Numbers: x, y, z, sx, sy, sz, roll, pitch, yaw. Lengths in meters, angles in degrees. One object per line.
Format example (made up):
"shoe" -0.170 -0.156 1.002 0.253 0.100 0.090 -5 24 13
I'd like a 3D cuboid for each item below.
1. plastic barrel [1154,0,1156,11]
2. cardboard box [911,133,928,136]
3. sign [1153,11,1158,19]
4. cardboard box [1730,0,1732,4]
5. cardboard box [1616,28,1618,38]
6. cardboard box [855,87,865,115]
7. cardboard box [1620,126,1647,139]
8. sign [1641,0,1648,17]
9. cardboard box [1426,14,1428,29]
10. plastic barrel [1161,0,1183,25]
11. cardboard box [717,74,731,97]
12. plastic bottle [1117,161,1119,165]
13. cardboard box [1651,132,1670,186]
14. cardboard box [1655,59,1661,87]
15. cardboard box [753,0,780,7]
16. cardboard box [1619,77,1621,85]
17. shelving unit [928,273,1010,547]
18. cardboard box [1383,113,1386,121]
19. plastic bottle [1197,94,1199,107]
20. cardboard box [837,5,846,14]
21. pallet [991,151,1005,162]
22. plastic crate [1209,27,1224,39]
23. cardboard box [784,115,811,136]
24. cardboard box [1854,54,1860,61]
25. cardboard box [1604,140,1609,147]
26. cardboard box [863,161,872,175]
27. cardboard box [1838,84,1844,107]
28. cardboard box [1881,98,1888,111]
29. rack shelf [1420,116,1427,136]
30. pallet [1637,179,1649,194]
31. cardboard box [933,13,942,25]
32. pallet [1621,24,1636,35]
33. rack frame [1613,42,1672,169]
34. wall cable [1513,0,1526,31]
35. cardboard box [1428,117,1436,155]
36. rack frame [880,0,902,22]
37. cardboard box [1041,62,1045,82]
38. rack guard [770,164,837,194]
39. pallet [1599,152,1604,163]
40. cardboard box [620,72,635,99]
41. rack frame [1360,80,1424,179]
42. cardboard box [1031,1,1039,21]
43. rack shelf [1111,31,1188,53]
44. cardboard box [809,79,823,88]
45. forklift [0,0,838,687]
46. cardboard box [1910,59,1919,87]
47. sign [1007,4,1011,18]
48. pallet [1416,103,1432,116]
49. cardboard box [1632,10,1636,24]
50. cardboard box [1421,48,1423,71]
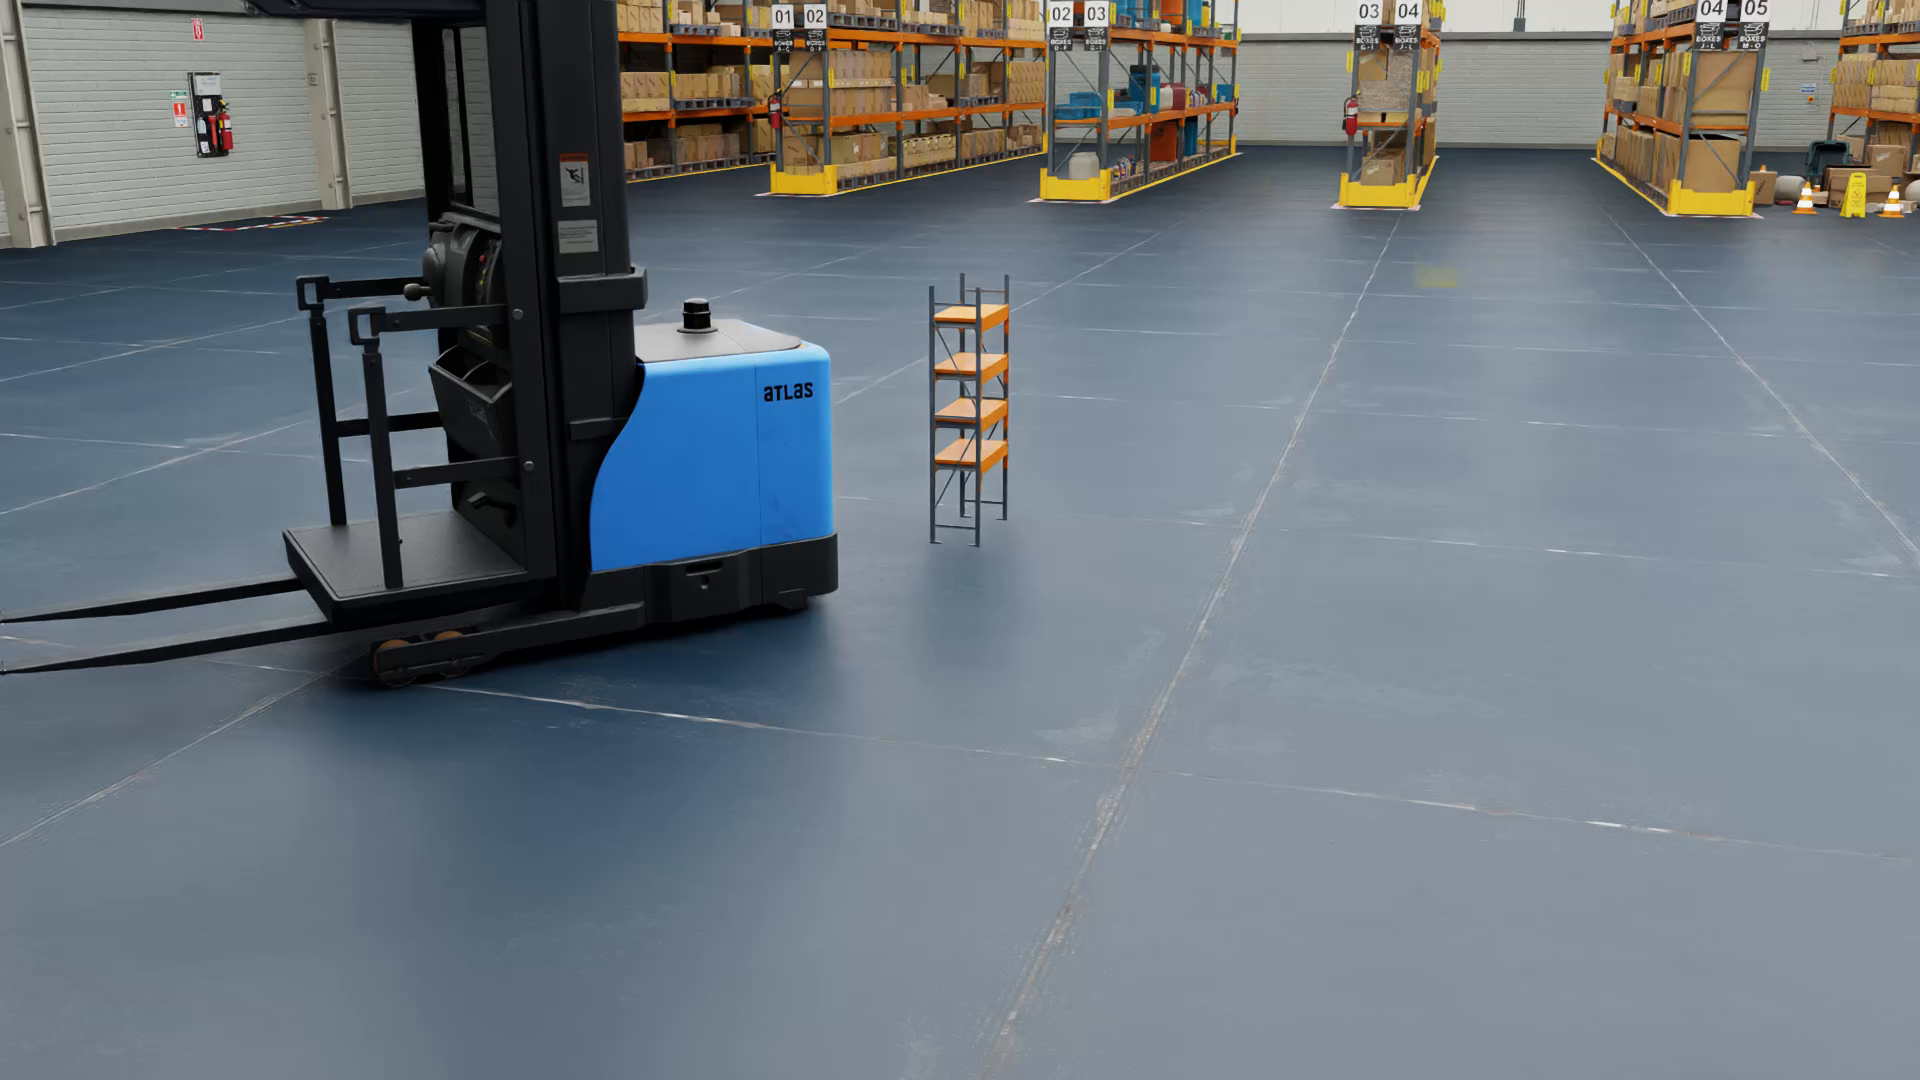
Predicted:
"plastic barrel" 3.625 -10.607 33.446 0.600 0.830 0.708 5 16 16
"cardboard box" -0.926 -8.747 36.411 0.500 0.311 0.500 5 17 18
"sign" 3.640 -9.682 30.955 0.100 0.325 0.005 5 16 16
"cardboard box" 12.146 -8.340 25.747 0.380 0.149 0.250 5 16 16
"cardboard box" 15.341 -11.625 38.095 0.500 0.250 0.500 4 16 14
"cardboard box" -2.187 -8.193 31.036 0.700 0.500 0.500 5 17 18
"cardboard box" 14.252 -8.626 35.182 0.500 0.250 0.500 5 17 17
"sign" 13.208 -10.266 32.082 0.100 0.325 0.005 5 16 16
"cardboard box" 7.827 -8.992 28.812 0.500 0.250 0.500 5 17 17
"plastic barrel" 4.417 -11.327 35.213 0.600 0.830 0.708 5 16 16
"cardboard box" -5.503 -10.083 36.891 0.700 0.500 0.500 3 16 11
"plastic bottle" 2.910 -6.826 30.568 0.061 0.283 0.133 5 16 16
"cardboard box" 12.345 -6.506 28.394 0.875 0.875 0.875 5 17 17
"cardboard box" 13.160 -8.544 30.438 0.700 0.500 0.500 4 16 15
"cardboard box" -4.628 -12.840 39.739 0.500 0.250 0.500 4 16 14
"cardboard box" 14.017 -9.606 34.799 0.380 0.149 0.250 4 16 15
"shelving unit" 0.047 -0.621 7.818 0.258 1.200 0.503 5 16 16
"cardboard box" 6.901 -7.081 27.756 0.380 0.149 0.250 5 16 16
"plastic bottle" 5.340 -9.958 37.668 0.152 0.276 0.135 5 16 16
"cardboard box" -2.266 -9.505 29.779 0.380 0.149 0.250 5 16 16
"pallet" 0.446 -9.201 39.882 1.003 0.211 1.213 5 16 16
"plastic crate" 6.005 -12.057 39.584 0.497 0.269 0.590 5 16 16
"cardboard box" -4.170 -10.129 41.214 0.750 0.750 0.750 5 17 17
"cardboard box" 19.929 -10.635 36.621 0.380 0.149 0.250 4 16 15
"cardboard box" 15.313 -9.284 38.975 0.380 0.149 0.250 5 17 18
"cardboard box" -1.976 -7.014 31.329 0.500 0.250 0.500 5 16 16
"cardboard box" 20.247 -10.078 37.679 0.500 0.500 0.500 4 16 15
"cardboard box" 18.955 -8.786 33.582 0.500 0.250 0.500 4 16 15
"rack shelf" 8.433 -8.073 32.114 1.077 0.370 4.000 5 16 16
"pallet" 12.738 -6.351 29.835 1.003 0.211 1.213 5 16 16
"cardboard box" -0.702 -11.023 35.204 0.500 0.250 0.500 5 17 17
"pallet" 14.295 -10.506 34.220 1.213 0.211 1.003 5 16 16
"rack frame" 14.865 -9.578 36.101 1.000 3.000 0.127 5 16 16
"wall cable" 16.186 -16.682 44.256 2.277 5.999 0.120 5 16 16
"cardboard box" 9.975 -9.000 37.187 1.225 0.875 0.875 5 16 16
"rack frame" -1.632 -11.552 32.065 1.000 3.000 0.127 5 16 16
"cardboard box" 1.915 -12.196 43.316 0.500 0.500 0.500 4 16 15
"rack guard" -2.776 -6.410 29.513 1.175 0.500 0.348 5 16 16
"pallet" 15.715 -9.053 39.362 1.003 0.211 1.213 5 16 16
"cardboard box" -6.658 -8.801 32.226 0.500 0.500 0.500 5 17 18
"rack frame" 7.864 -7.896 30.171 1.000 3.000 0.127 5 16 16
"cardboard box" 1.647 -13.641 42.914 0.700 0.500 0.500 5 16 16
"rack shelf" 3.684 -9.901 33.059 1.077 0.370 4.000 5 16 16
"cardboard box" -2.451 -8.065 29.395 0.380 0.149 0.250 5 16 15
"forklift" -2.035 -1.047 6.150 3.031 2.935 1.130 -9 18 -29
"cardboard box" 18.399 -8.859 31.550 0.500 0.500 0.500 4 16 14
"sign" 1.174 -12.598 39.580 0.100 0.325 0.005 5 16 16
"pallet" 8.221 -7.993 30.863 1.003 0.211 1.213 5 16 16
"cardboard box" 14.413 -10.966 34.893 0.500 0.311 0.500 4 16 15
"cardboard box" 7.294 -7.775 27.183 0.500 0.500 0.500 5 16 16
